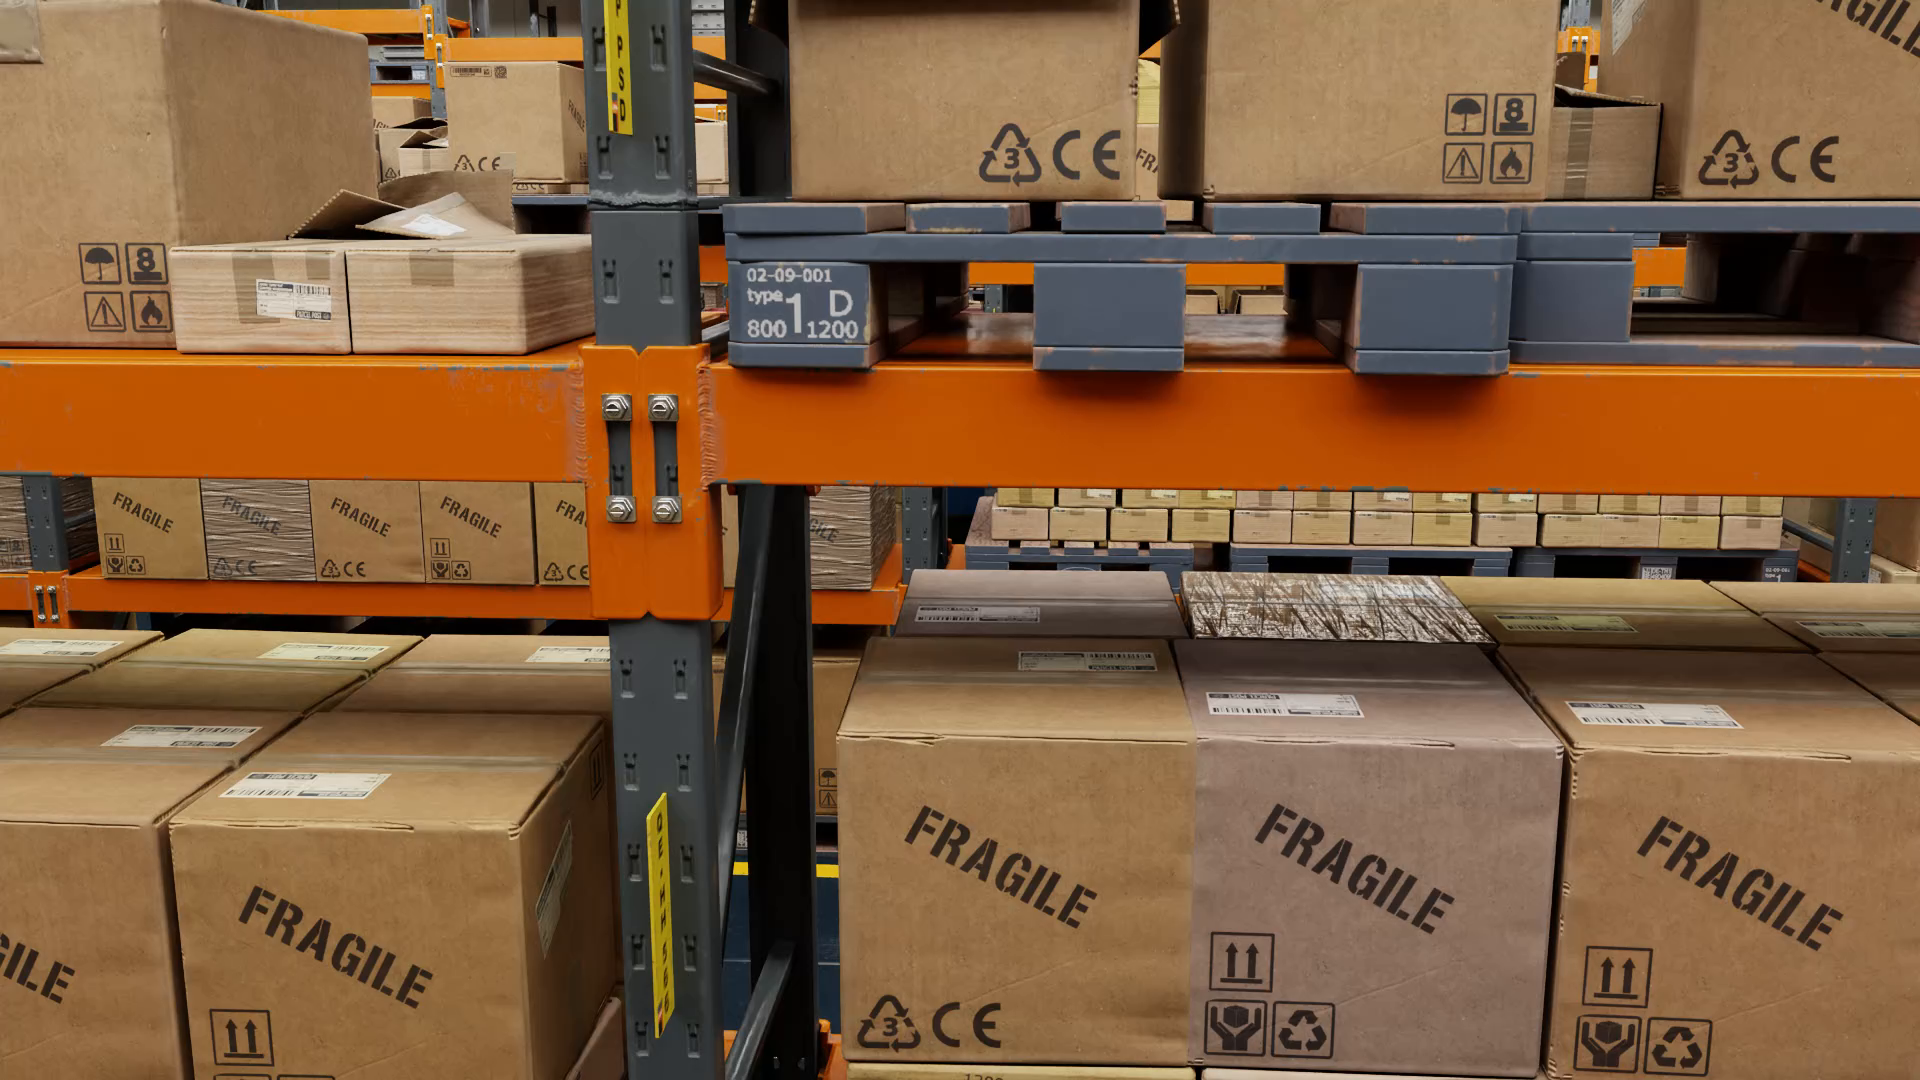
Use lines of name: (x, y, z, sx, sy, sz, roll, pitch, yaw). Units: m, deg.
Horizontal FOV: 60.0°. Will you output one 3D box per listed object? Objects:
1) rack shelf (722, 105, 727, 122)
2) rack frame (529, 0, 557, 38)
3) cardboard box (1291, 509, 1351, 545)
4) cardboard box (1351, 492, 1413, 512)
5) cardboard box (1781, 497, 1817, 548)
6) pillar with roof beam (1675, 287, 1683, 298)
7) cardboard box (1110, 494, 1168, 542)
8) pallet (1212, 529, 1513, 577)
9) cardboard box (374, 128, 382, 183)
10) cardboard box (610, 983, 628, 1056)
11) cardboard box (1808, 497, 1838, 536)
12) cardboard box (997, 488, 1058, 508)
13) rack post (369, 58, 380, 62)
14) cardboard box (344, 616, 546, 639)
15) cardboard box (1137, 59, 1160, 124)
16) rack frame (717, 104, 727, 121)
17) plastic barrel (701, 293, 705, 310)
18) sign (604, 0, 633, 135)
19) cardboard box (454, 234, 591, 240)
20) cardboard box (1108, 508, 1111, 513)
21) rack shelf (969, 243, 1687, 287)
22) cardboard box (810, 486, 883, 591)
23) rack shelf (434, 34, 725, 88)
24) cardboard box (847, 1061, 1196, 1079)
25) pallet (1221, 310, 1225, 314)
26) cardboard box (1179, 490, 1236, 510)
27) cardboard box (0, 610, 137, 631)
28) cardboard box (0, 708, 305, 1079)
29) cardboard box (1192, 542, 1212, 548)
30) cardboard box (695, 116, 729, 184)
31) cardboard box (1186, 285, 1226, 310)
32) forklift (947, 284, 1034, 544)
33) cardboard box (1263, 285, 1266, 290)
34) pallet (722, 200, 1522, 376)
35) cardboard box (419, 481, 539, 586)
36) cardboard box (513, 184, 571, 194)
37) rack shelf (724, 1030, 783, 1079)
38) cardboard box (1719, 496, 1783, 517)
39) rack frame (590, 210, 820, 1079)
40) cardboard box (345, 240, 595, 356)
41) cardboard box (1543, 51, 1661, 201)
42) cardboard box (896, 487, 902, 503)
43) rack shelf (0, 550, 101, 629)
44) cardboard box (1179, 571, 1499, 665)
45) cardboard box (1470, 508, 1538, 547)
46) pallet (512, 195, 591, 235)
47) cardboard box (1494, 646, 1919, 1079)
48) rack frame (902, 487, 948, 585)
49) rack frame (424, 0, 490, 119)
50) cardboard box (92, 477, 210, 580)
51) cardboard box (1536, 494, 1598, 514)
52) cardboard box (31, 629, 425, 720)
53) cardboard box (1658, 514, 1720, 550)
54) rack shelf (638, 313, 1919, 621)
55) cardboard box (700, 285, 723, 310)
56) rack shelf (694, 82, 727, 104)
rack shelf: (-1.056, -5.526, 21.939, 4.000, 0.370, 1.077, 1, 12, 4)
rack frame: (-6.715, -7.168, 27.055, 0.127, 3.000, 1.000, 1, 12, 4)
cardboard box: (1.598, -0.092, 7.468, 0.250, 0.149, 0.380, 1, 12, 5)
cardboard box: (1.865, -0.234, 7.424, 0.250, 0.149, 0.380, 1, 12, 6)
cardboard box: (5.816, -0.159, 12.366, 0.875, 0.875, 0.875, 1, 12, 4)
pillar with roof beam: (11.713, -6.209, 22.473, 0.400, 9.000, 9.100, 1, 12, 4)
cardboard box: (0.811, -0.102, 7.518, 0.250, 0.149, 0.380, 1, 12, 7)
pallet: (1.819, 0.039, 7.726, 1.213, 0.211, 1.003, 1, 12, 4)
cardboard box: (-2.903, -1.806, 7.847, 0.500, 0.250, 0.500, 1, 12, 3)
cardboard box: (-0.700, 0.814, 3.141, 0.250, 0.149, 0.380, 0, 12, 0)
cardboard box: (4.334, -0.265, 7.738, 0.500, 0.500, 0.500, 1, 12, 4)
cardboard box: (0.310, -0.255, 7.521, 0.250, 0.149, 0.380, 1, 12, 6)
rack post: (-6.632, -4.863, 17.257, 0.954, 0.300, 0.937, 2, 12, 10)
cardboard box: (-2.562, 0.771, 8.226, 0.750, 0.750, 1.050, 1, 12, 4)
cardboard box: (0.741, -1.897, 7.071, 0.258, 0.266, 0.396, 1, 12, 4)
rack frame: (-3.052, -6.101, 21.955, 0.127, 3.000, 1.000, 1, 12, 4)
plastic barrel: (-3.021, -2.331, 17.360, 0.708, 0.901, 0.600, 1, 12, 4)
sign: (-0.427, -0.672, 2.065, 0.005, 0.325, 0.100, 1, 12, 4)
cardboard box: (-0.691, -0.446, 2.860, 0.250, 0.149, 0.380, 1, 12, 4)
cardboard box: (0.612, -0.240, 8.177, 0.250, 0.149, 0.380, 1, 12, 4)
rack shelf: (1.837, -1.163, 7.432, 4.000, 0.370, 1.077, 1, 12, 4)
cardboard box: (-0.626, -0.074, 7.553, 0.500, 0.500, 0.500, 1, 12, 4)
rack shelf: (-1.722, -3.502, 12.265, 4.000, 0.370, 1.077, 1, 12, 4)
cardboard box: (0.101, 0.825, 2.645, 0.500, 0.250, 0.500, 1, 12, 3)
pallet: (2.880, -2.990, 22.205, 1.213, 0.211, 1.003, 1, 12, 4)
cardboard box: (1.099, -0.245, 7.475, 0.250, 0.149, 0.380, 1, 12, 4)
cardboard box: (-4.772, 0.683, 8.342, 0.875, 0.875, 0.875, 1, 12, 5)
cardboard box: (-1.377, 0.584, 2.653, 0.500, 0.500, 0.500, 1, 12, 3)
cardboard box: (1.850, -0.224, 12.677, 0.875, 0.875, 1.225, 1, 12, 4)
cardboard box: (-1.221, -1.706, 7.220, 0.500, 0.311, 0.500, 1, 12, 4)
cardboard box: (3.164, -3.321, 22.048, 0.500, 0.500, 0.700, -2, 12, -11)
forklift: (0.925, -1.436, 14.476, 3.031, 2.935, 1.130, 1, 12, 5)
cardboard box: (4.780, -4.226, 26.626, 0.500, 0.500, 0.500, 1, 12, 3)
pallet: (0.258, -0.439, 2.677, 1.003, 0.211, 1.213, 1, 12, 6)
cardboard box: (-2.134, -0.094, 7.649, 0.500, 0.500, 0.500, 1, 12, 5)
cardboard box: (-3.255, -2.838, 12.407, 0.637, 0.503, 0.797, 0, 12, 1)
rack shelf: (-2.384, 1.263, 3.160, 4.000, 0.370, 1.077, 1, 12, 4)
cardboard box: (3.422, -0.213, 7.320, 0.250, 0.149, 0.380, 1, 12, 5)
rack frame: (-0.388, 0.939, 2.955, 0.127, 3.000, 1.000, 1, 12, 4)
cardboard box: (-0.717, -0.368, 2.489, 0.250, 0.149, 0.380, 1, 12, 4)
cardboard box: (1.009, -0.722, 2.870, 0.258, 0.266, 0.396, 0, 12, 2)
cardboard box: (-0.397, -0.448, 12.782, 0.500, 0.250, 0.500, 1, 12, 6)
rack shelf: (-6.145, 0.196, 8.262, 4.000, 0.370, 1.077, 1, 12, 4)
cardboard box: (0.657, 0.359, 3.039, 0.500, 0.500, 0.500, 1, 12, 5)
cardboard box: (2.387, -0.080, 7.414, 0.250, 0.149, 0.380, 0, 12, 1)
pallet: (-1.920, -1.463, 7.569, 1.213, 0.211, 1.003, 1, 12, 6)
cardboard box: (1.098, 0.472, 2.500, 0.500, 0.500, 0.500, 1, 12, 5)
rack frame: (-0.158, -0.074, 7.796, 0.127, 3.000, 1.000, 1, 12, 4)
rack frame: (-3.717, -4.077, 12.281, 0.127, 3.000, 1.000, 1, 12, 4)
cardboard box: (-3.643, -0.116, 7.750, 0.500, 0.500, 0.500, 1, 12, 4)
cardboard box: (2.639, -0.223, 7.369, 0.250, 0.149, 0.380, 0, 12, 2)
cardboard box: (-1.342, 0.479, 3.154, 0.500, 0.500, 0.500, 1, 12, 7)
cardboard box: (3.164, -0.070, 7.366, 0.250, 0.149, 0.380, 1, 12, 4)
rack shelf: (1.607, -0.150, 2.591, 4.000, 0.370, 1.077, 1, 12, 4)
cardboard box: (-3.495, -3.218, 22.582, 0.500, 0.500, 0.700, 0, 12, 2)
rack shelf: (-1.391, -4.514, 17.102, 4.000, 0.370, 1.077, 1, 12, 4)
